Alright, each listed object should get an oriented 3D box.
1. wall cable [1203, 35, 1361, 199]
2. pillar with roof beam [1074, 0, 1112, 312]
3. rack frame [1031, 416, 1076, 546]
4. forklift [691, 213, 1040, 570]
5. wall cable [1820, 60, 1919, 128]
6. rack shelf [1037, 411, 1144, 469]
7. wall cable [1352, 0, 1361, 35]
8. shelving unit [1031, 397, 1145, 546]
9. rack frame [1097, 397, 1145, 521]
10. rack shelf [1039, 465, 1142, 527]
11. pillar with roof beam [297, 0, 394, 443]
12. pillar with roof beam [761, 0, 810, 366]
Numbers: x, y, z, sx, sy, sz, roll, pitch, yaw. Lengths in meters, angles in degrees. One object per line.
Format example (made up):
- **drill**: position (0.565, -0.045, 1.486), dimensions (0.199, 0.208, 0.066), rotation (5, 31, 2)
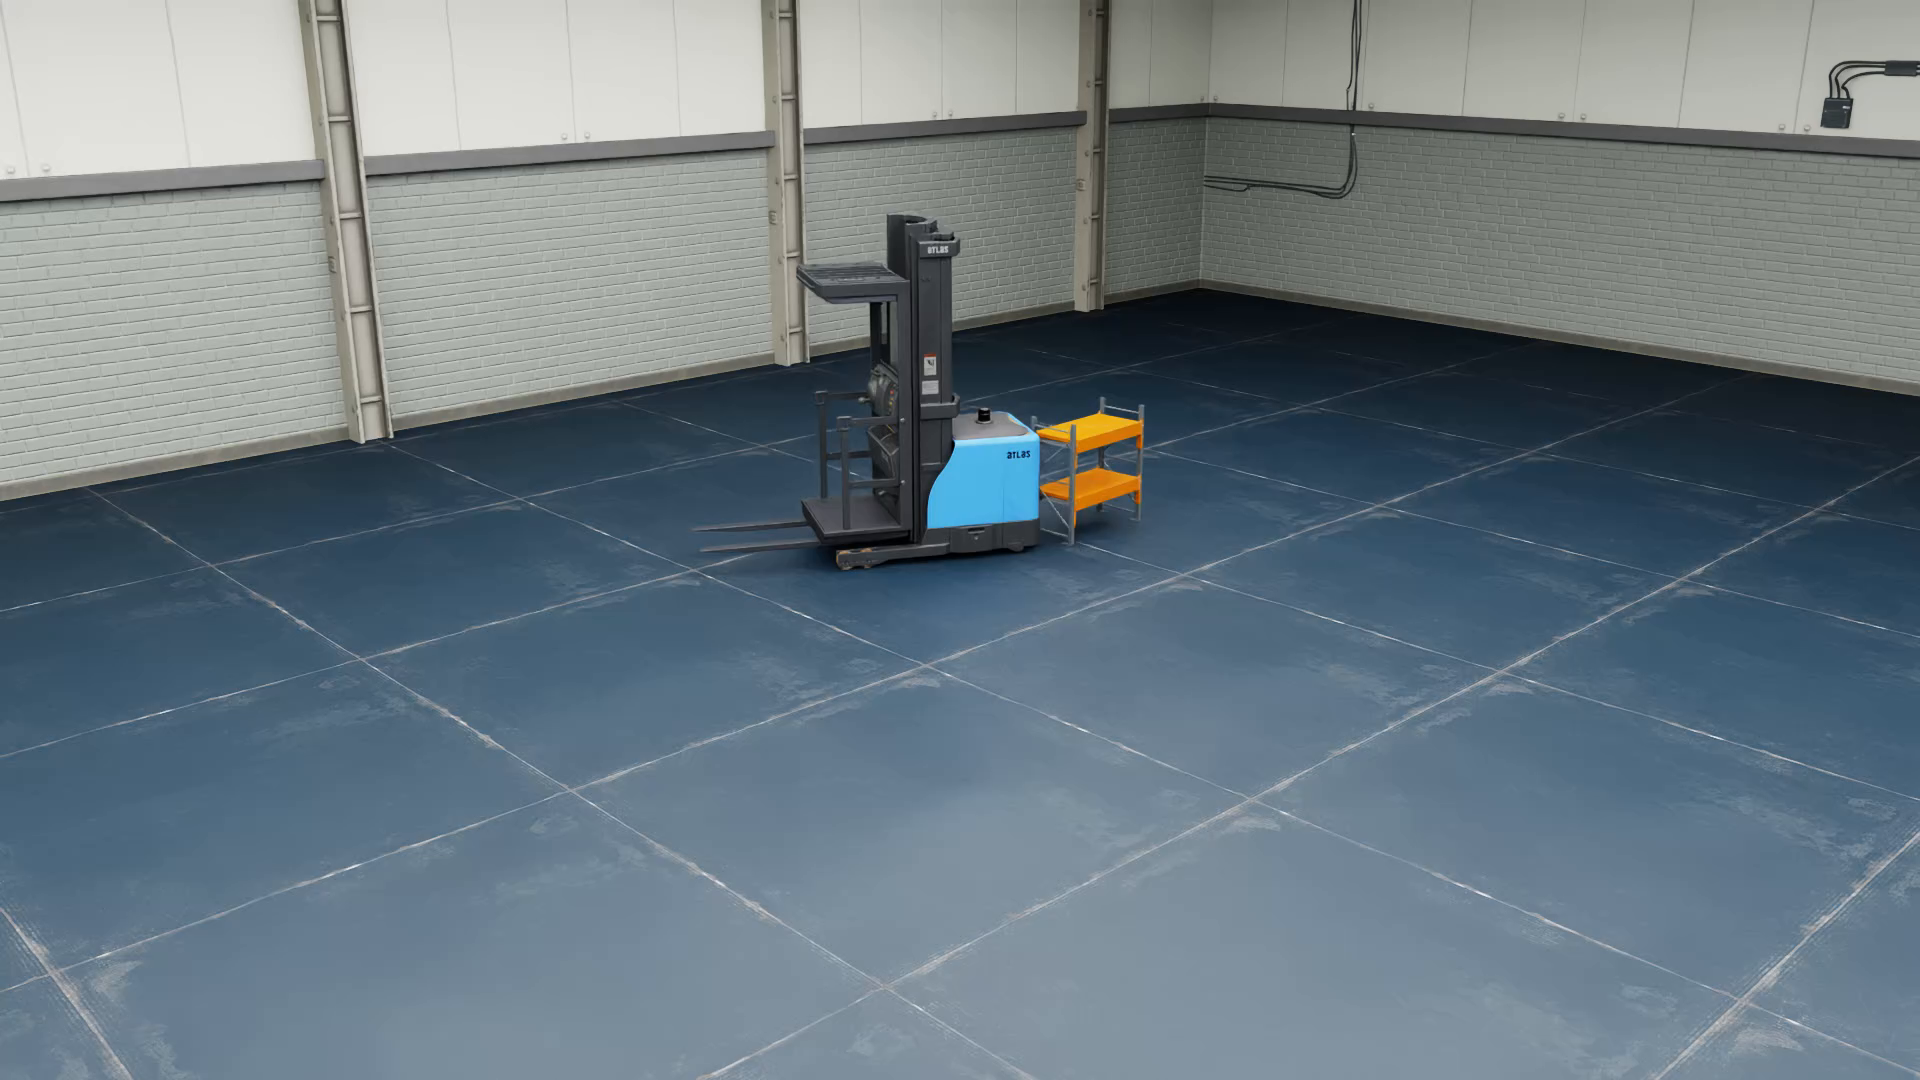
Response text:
- **wall cable**: position (5.109, -6.829, 26.756), dimensions (0.112, 2.526, 3.097), rotation (-16, 24, -41)
- **pillar with roof beam**: position (5.017, -7.013, 22.290), dimensions (0.400, 9.000, 9.100), rotation (-16, 24, -41)
- **rack frame**: position (0.838, -0.535, 15.078), dimensions (0.500, 1.125, 0.032), rotation (16, 24, 40)
- **forklift**: position (-0.858, -1.314, 14.549), dimensions (3.031, 2.935, 1.130), rotation (-5, 19, -15)
- **wall cable**: position (11.620, -7.793, 19.180), dimensions (0.169, 6.003, 2.305), rotation (-16, 24, -41)
- **rack shelf**: position (1.180, -0.930, 15.345), dimensions (0.538, 0.278, 1.000), rotation (16, 24, 40)
- **wall cable**: position (6.968, -8.625, 24.107), dimensions (0.112, 2.526, 3.097), rotation (-16, 24, -41)
- **shelving unit**: position (1.180, -0.651, 15.435), dimensions (0.538, 1.125, 1.048), rotation (16, 24, 40)
- **rack frame**: position (1.522, -0.767, 15.793), dimensions (0.500, 1.125, 0.032), rotation (16, 24, 40)
- **rack shelf**: position (1.180, -0.419, 15.511), dimensions (0.538, 0.278, 1.000), rotation (16, 24, 40)
- **pillar with roof beam**: position (-3.702, -4.470, 14.448), dimensions (0.400, 9.000, 9.100), rotation (-16, 24, -41)
- **pillar with roof beam**: position (0.658, -5.742, 18.369), dimensions (0.400, 9.000, 9.100), rotation (-16, 24, -41)
